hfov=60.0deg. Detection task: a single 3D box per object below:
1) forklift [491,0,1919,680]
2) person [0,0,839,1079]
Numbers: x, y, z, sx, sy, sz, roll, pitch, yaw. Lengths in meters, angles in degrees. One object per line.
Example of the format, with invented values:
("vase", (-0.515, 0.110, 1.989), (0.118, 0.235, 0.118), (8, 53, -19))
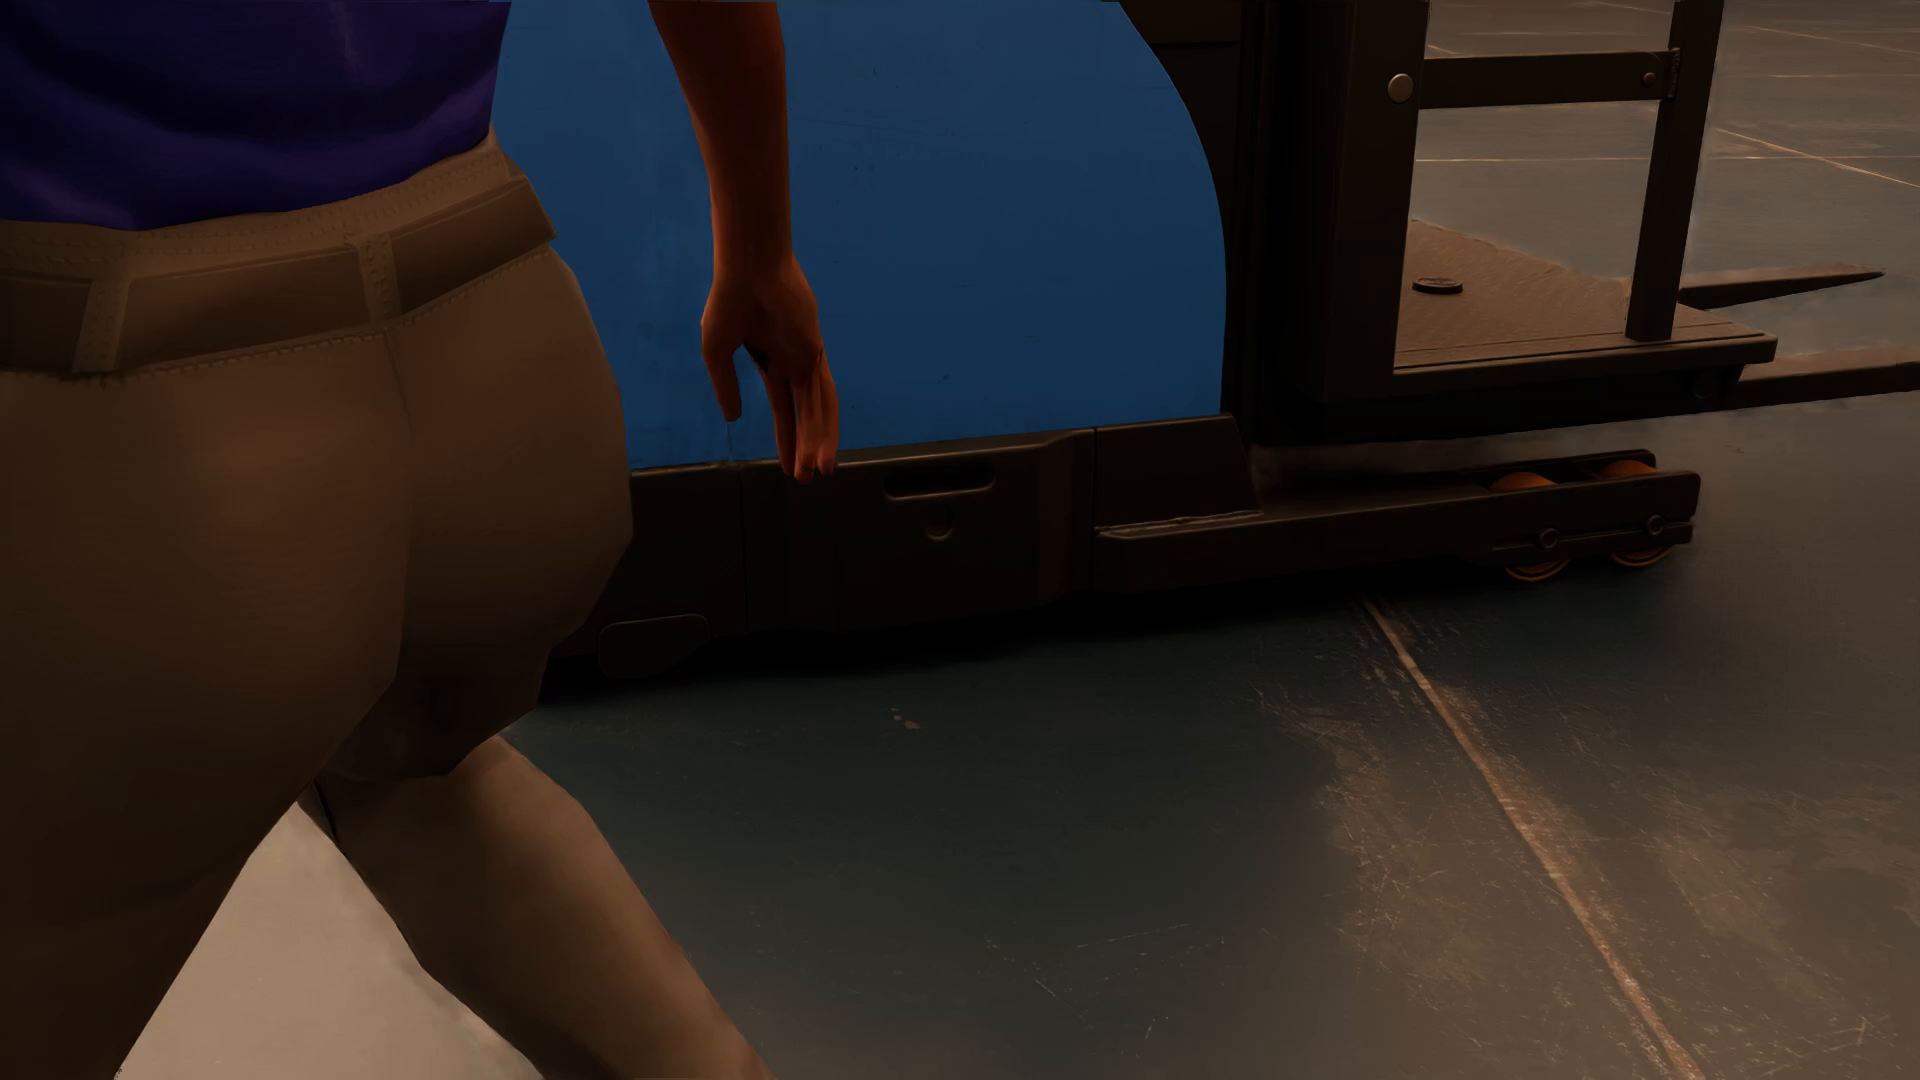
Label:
("forklift", (0.645, -1.478, 2.489), (3.031, 2.935, 1.130), (-7, 22, -16))
("person", (-0.327, -0.058, 0.730), (0.538, 1.526, 0.836), (11, 24, 26))
